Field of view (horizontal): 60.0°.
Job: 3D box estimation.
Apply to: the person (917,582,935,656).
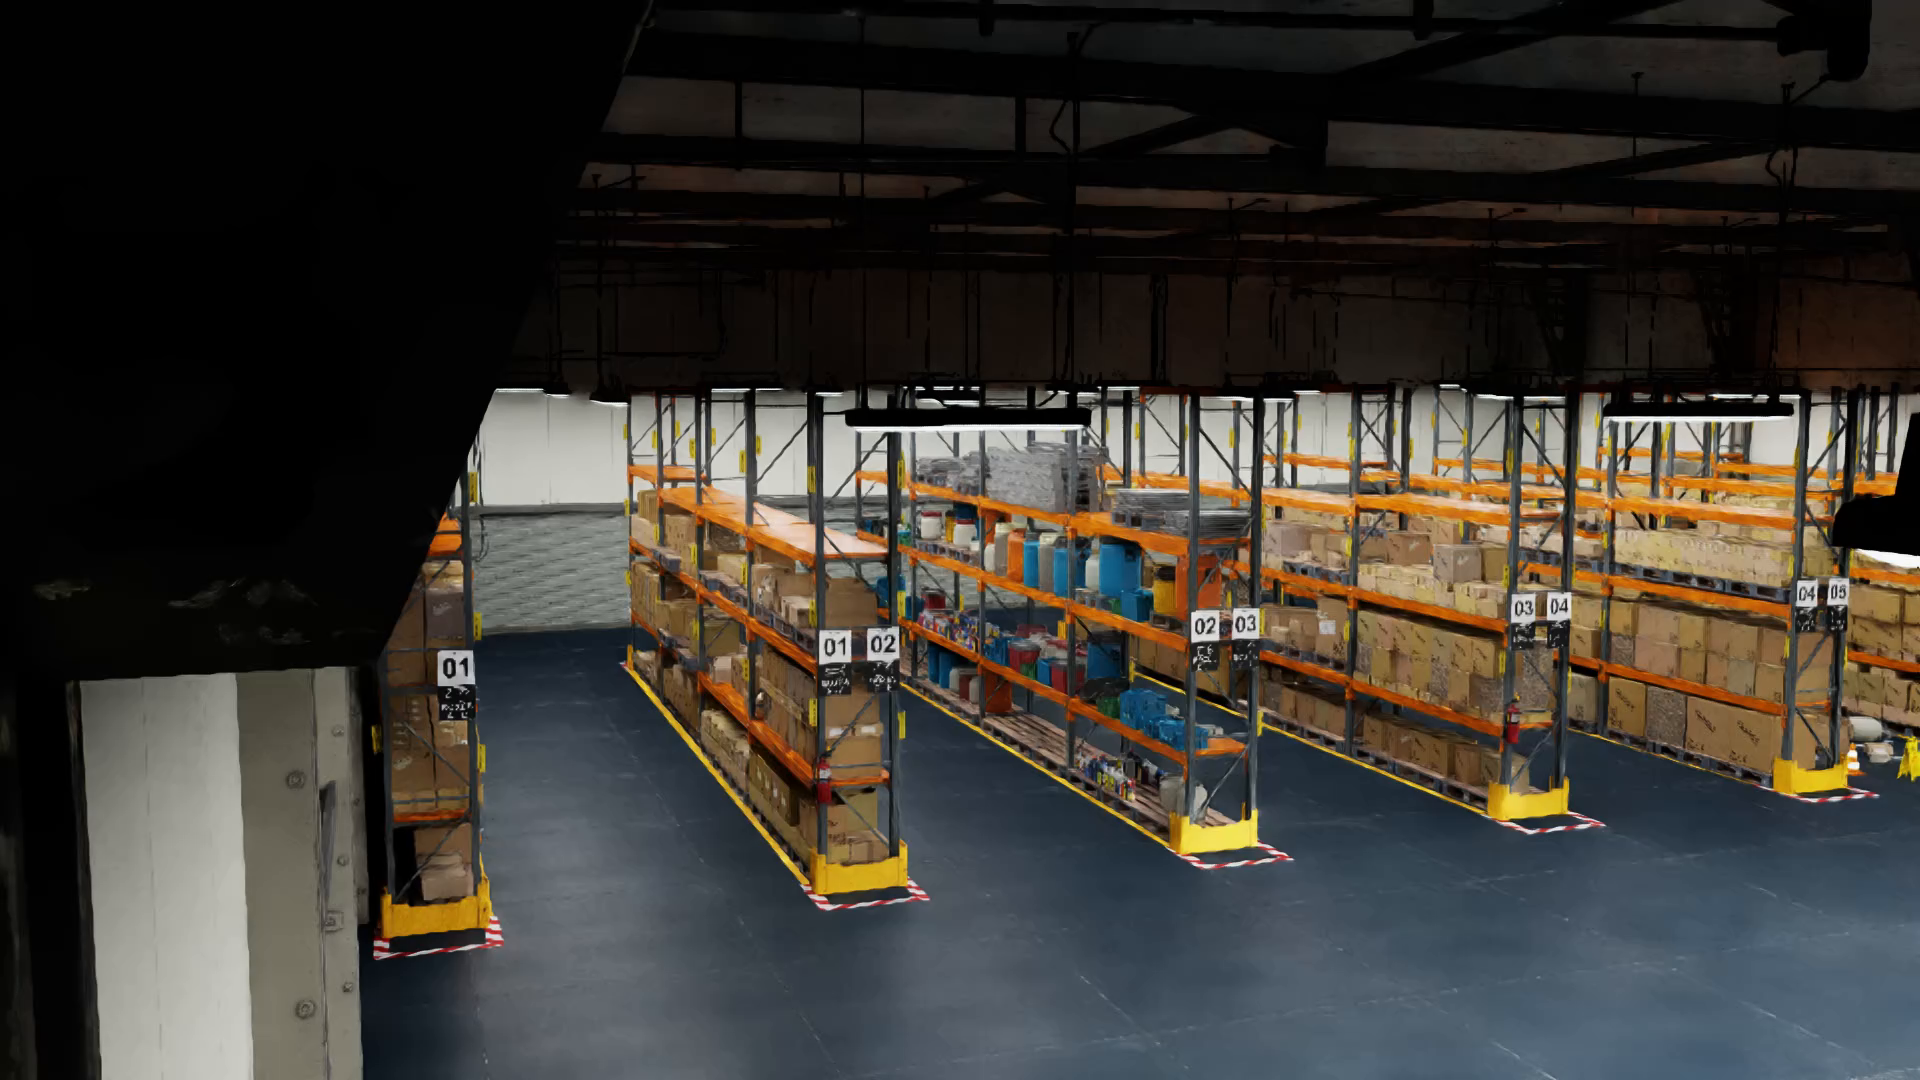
[{"bbox_3d":[-0.747,1.750,36.285,0.407,1.661,0.667,0,6,1],"label":"person"}]
